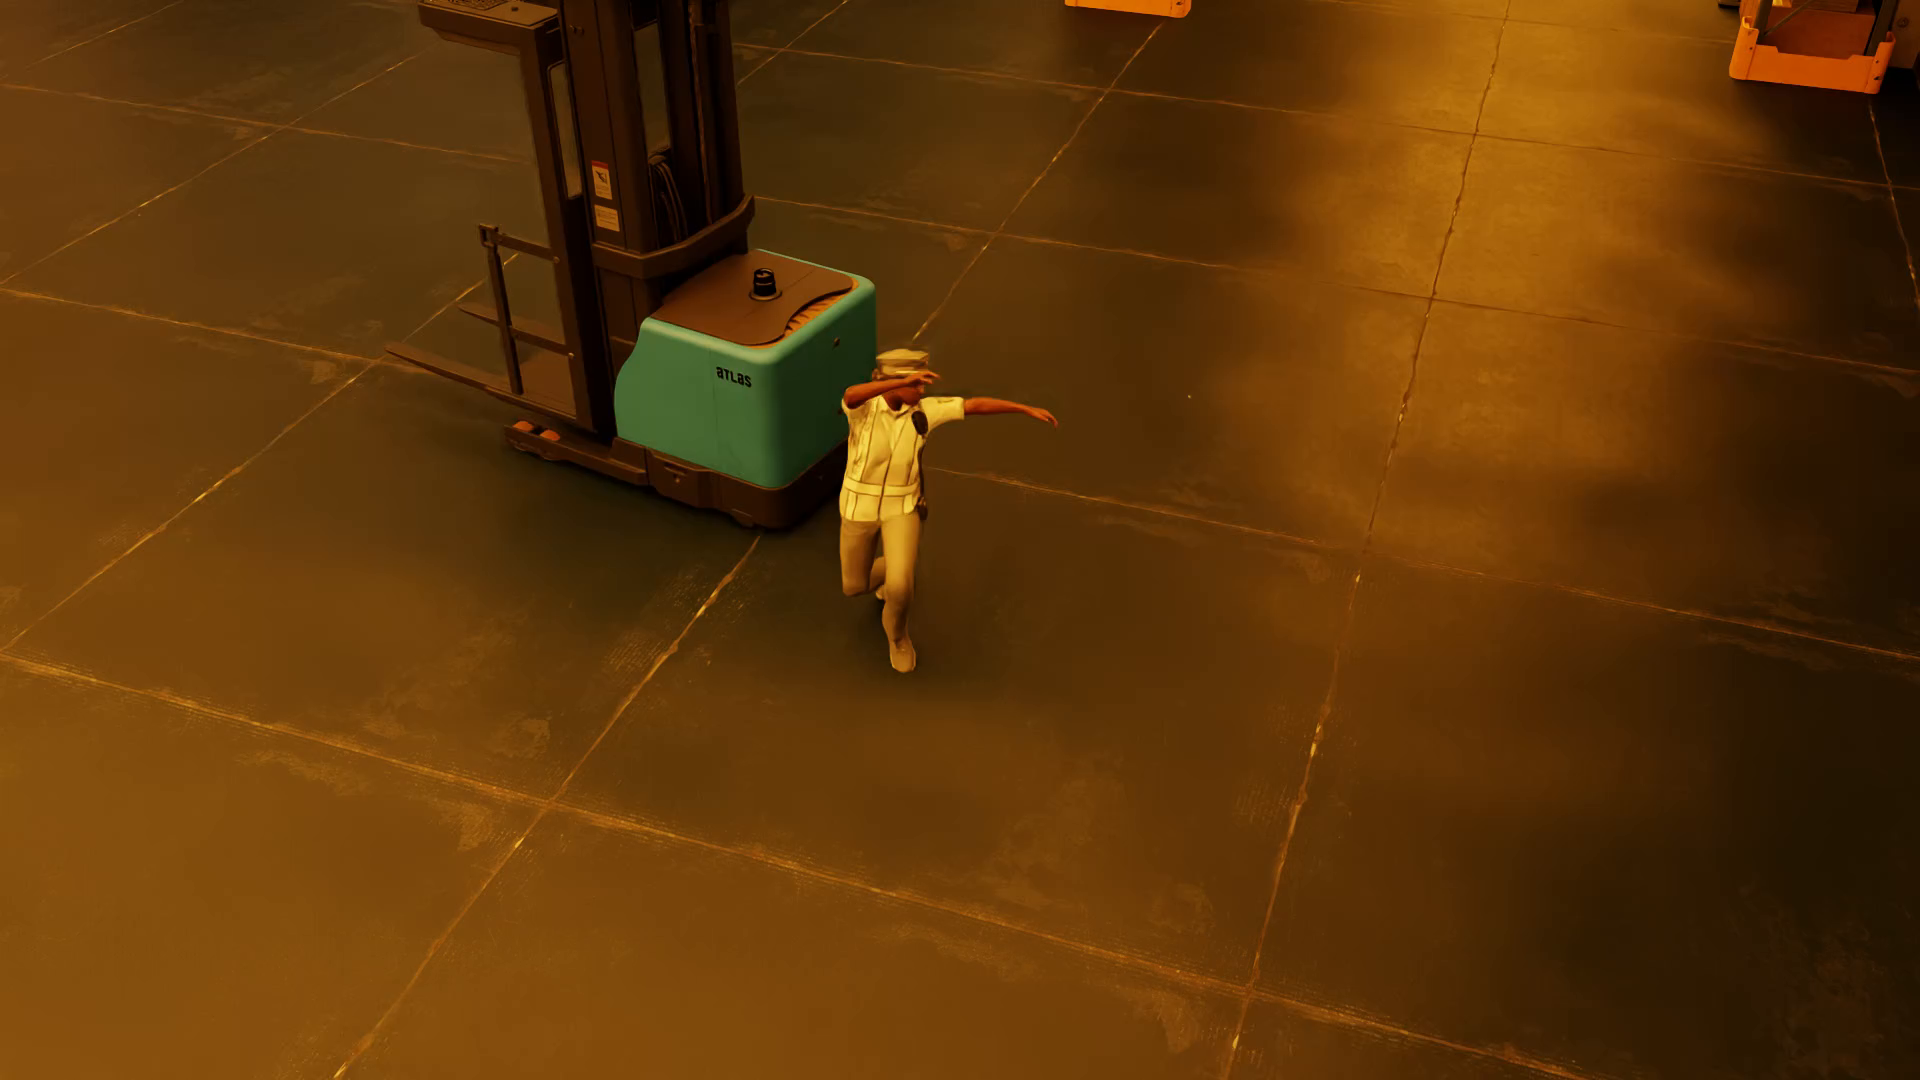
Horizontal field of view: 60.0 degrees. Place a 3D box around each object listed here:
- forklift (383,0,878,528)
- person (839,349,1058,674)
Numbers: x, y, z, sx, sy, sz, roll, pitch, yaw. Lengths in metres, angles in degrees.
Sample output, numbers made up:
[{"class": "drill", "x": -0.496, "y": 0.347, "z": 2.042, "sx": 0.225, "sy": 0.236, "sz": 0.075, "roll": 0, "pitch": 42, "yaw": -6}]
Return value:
[{"class": "forklift", "x": -1.958, "y": -1.881, "z": 8.763, "sx": 3.031, "sy": 2.935, "sz": 1.130, "roll": 19, "pitch": 39, "yaw": 24}, {"class": "person", "x": -0.065, "y": -0.150, "z": 7.649, "sx": 1.002, "sy": 1.449, "sz": 0.841, "roll": 2, "pitch": 35, "yaw": 3}]
